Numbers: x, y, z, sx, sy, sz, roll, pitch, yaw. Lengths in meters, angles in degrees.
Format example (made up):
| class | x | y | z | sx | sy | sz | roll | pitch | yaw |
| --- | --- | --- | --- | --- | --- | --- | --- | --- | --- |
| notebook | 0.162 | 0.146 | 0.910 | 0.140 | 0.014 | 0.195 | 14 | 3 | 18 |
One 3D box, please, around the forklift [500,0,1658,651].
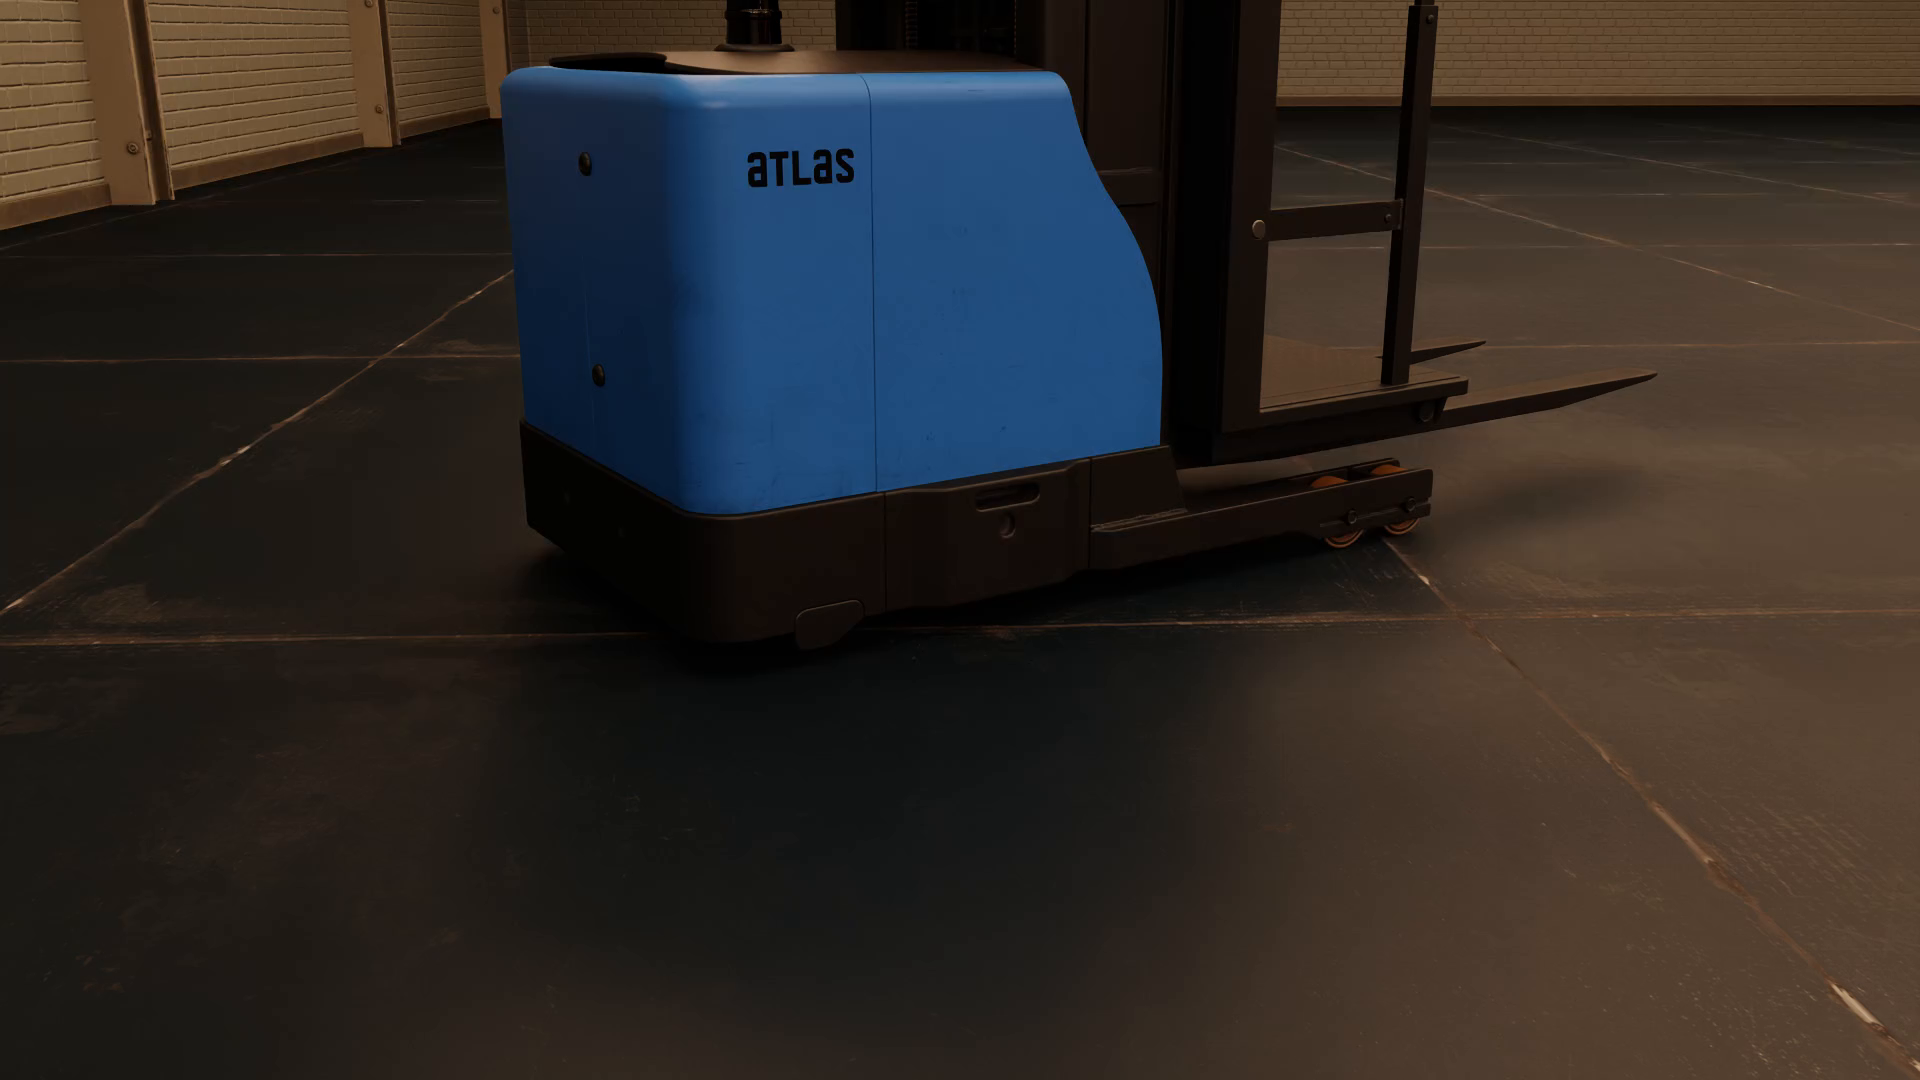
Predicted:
| class | x | y | z | sx | sy | sz | roll | pitch | yaw |
| --- | --- | --- | --- | --- | --- | --- | --- | --- | --- |
| forklift | 0.523 | -1.501 | 3.815 | 3.031 | 2.935 | 1.130 | -11 | 20 | -31 |
